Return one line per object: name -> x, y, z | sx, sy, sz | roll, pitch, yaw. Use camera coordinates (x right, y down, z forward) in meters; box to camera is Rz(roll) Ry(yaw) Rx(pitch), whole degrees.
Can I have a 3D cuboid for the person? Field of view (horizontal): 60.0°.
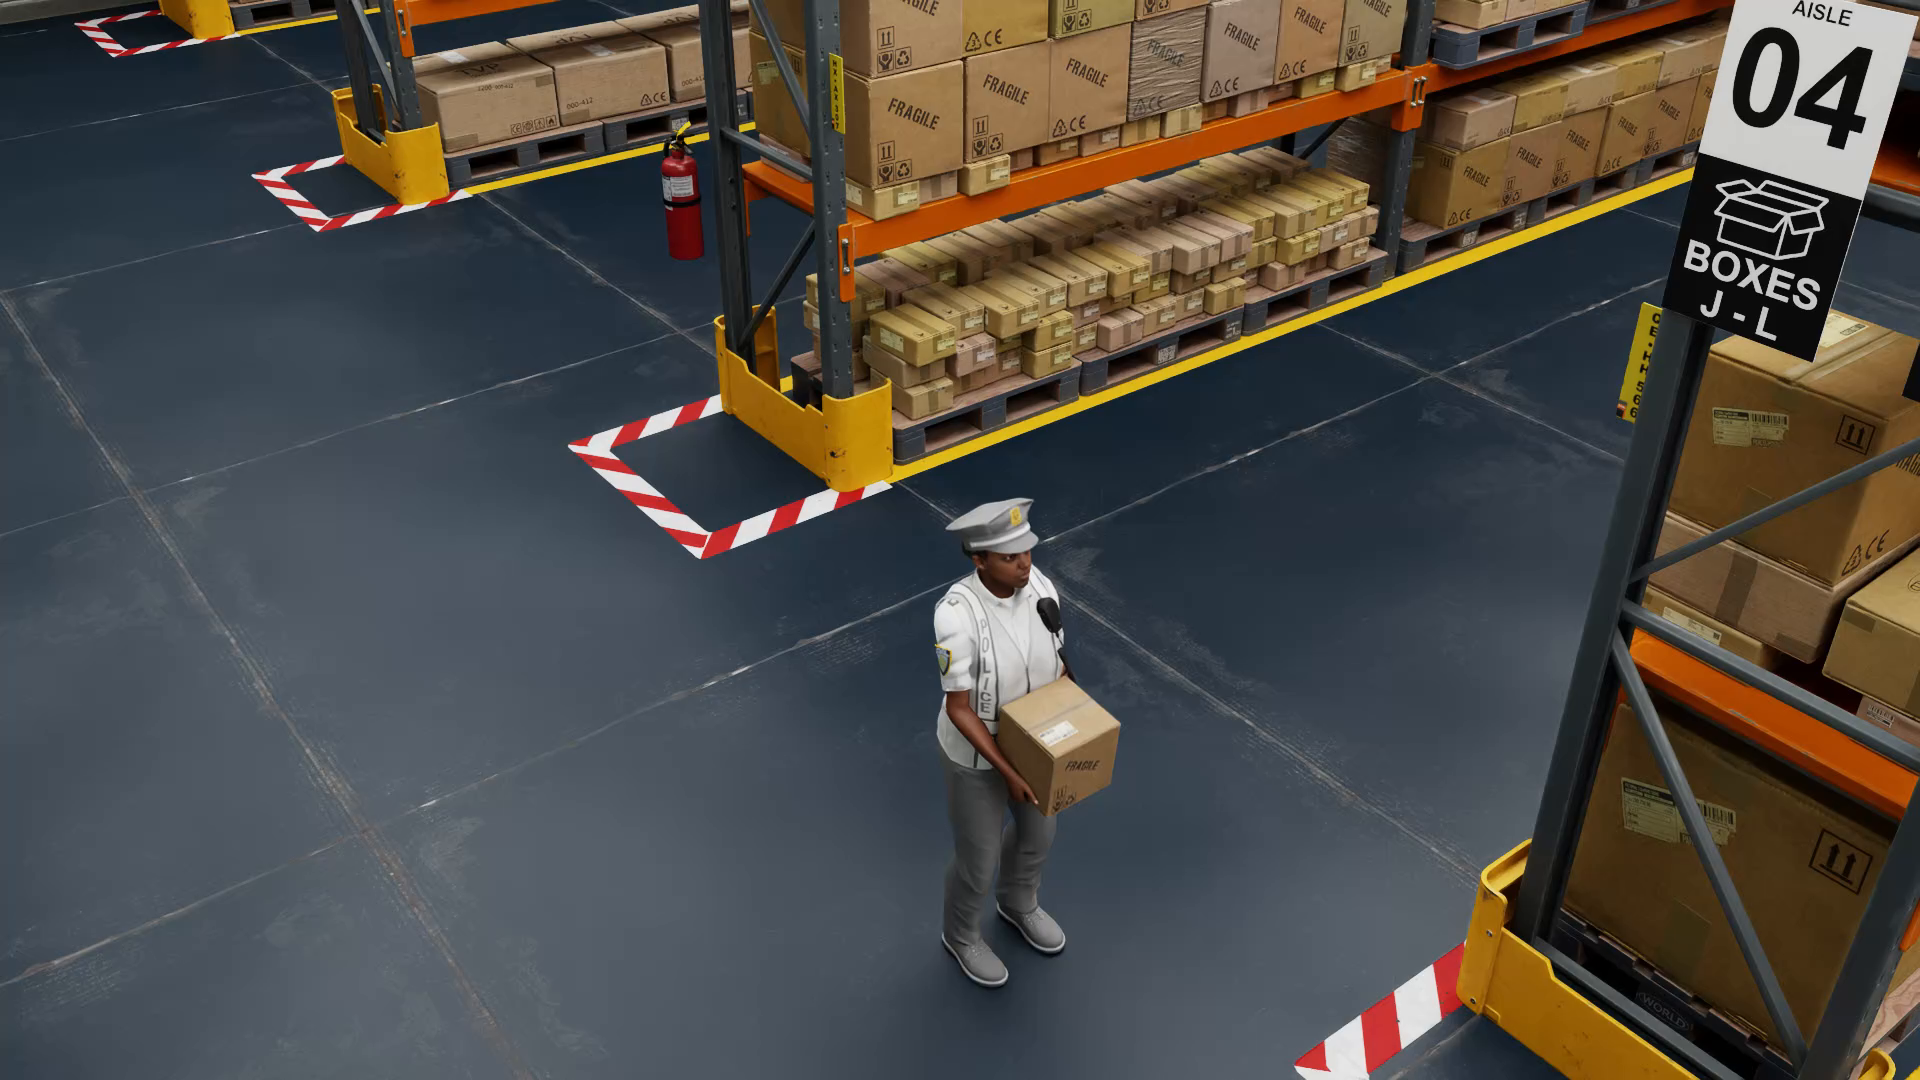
person -> 0.170, 0.653, 5.081 | 0.449, 1.688, 0.540 | -22, 39, -31
